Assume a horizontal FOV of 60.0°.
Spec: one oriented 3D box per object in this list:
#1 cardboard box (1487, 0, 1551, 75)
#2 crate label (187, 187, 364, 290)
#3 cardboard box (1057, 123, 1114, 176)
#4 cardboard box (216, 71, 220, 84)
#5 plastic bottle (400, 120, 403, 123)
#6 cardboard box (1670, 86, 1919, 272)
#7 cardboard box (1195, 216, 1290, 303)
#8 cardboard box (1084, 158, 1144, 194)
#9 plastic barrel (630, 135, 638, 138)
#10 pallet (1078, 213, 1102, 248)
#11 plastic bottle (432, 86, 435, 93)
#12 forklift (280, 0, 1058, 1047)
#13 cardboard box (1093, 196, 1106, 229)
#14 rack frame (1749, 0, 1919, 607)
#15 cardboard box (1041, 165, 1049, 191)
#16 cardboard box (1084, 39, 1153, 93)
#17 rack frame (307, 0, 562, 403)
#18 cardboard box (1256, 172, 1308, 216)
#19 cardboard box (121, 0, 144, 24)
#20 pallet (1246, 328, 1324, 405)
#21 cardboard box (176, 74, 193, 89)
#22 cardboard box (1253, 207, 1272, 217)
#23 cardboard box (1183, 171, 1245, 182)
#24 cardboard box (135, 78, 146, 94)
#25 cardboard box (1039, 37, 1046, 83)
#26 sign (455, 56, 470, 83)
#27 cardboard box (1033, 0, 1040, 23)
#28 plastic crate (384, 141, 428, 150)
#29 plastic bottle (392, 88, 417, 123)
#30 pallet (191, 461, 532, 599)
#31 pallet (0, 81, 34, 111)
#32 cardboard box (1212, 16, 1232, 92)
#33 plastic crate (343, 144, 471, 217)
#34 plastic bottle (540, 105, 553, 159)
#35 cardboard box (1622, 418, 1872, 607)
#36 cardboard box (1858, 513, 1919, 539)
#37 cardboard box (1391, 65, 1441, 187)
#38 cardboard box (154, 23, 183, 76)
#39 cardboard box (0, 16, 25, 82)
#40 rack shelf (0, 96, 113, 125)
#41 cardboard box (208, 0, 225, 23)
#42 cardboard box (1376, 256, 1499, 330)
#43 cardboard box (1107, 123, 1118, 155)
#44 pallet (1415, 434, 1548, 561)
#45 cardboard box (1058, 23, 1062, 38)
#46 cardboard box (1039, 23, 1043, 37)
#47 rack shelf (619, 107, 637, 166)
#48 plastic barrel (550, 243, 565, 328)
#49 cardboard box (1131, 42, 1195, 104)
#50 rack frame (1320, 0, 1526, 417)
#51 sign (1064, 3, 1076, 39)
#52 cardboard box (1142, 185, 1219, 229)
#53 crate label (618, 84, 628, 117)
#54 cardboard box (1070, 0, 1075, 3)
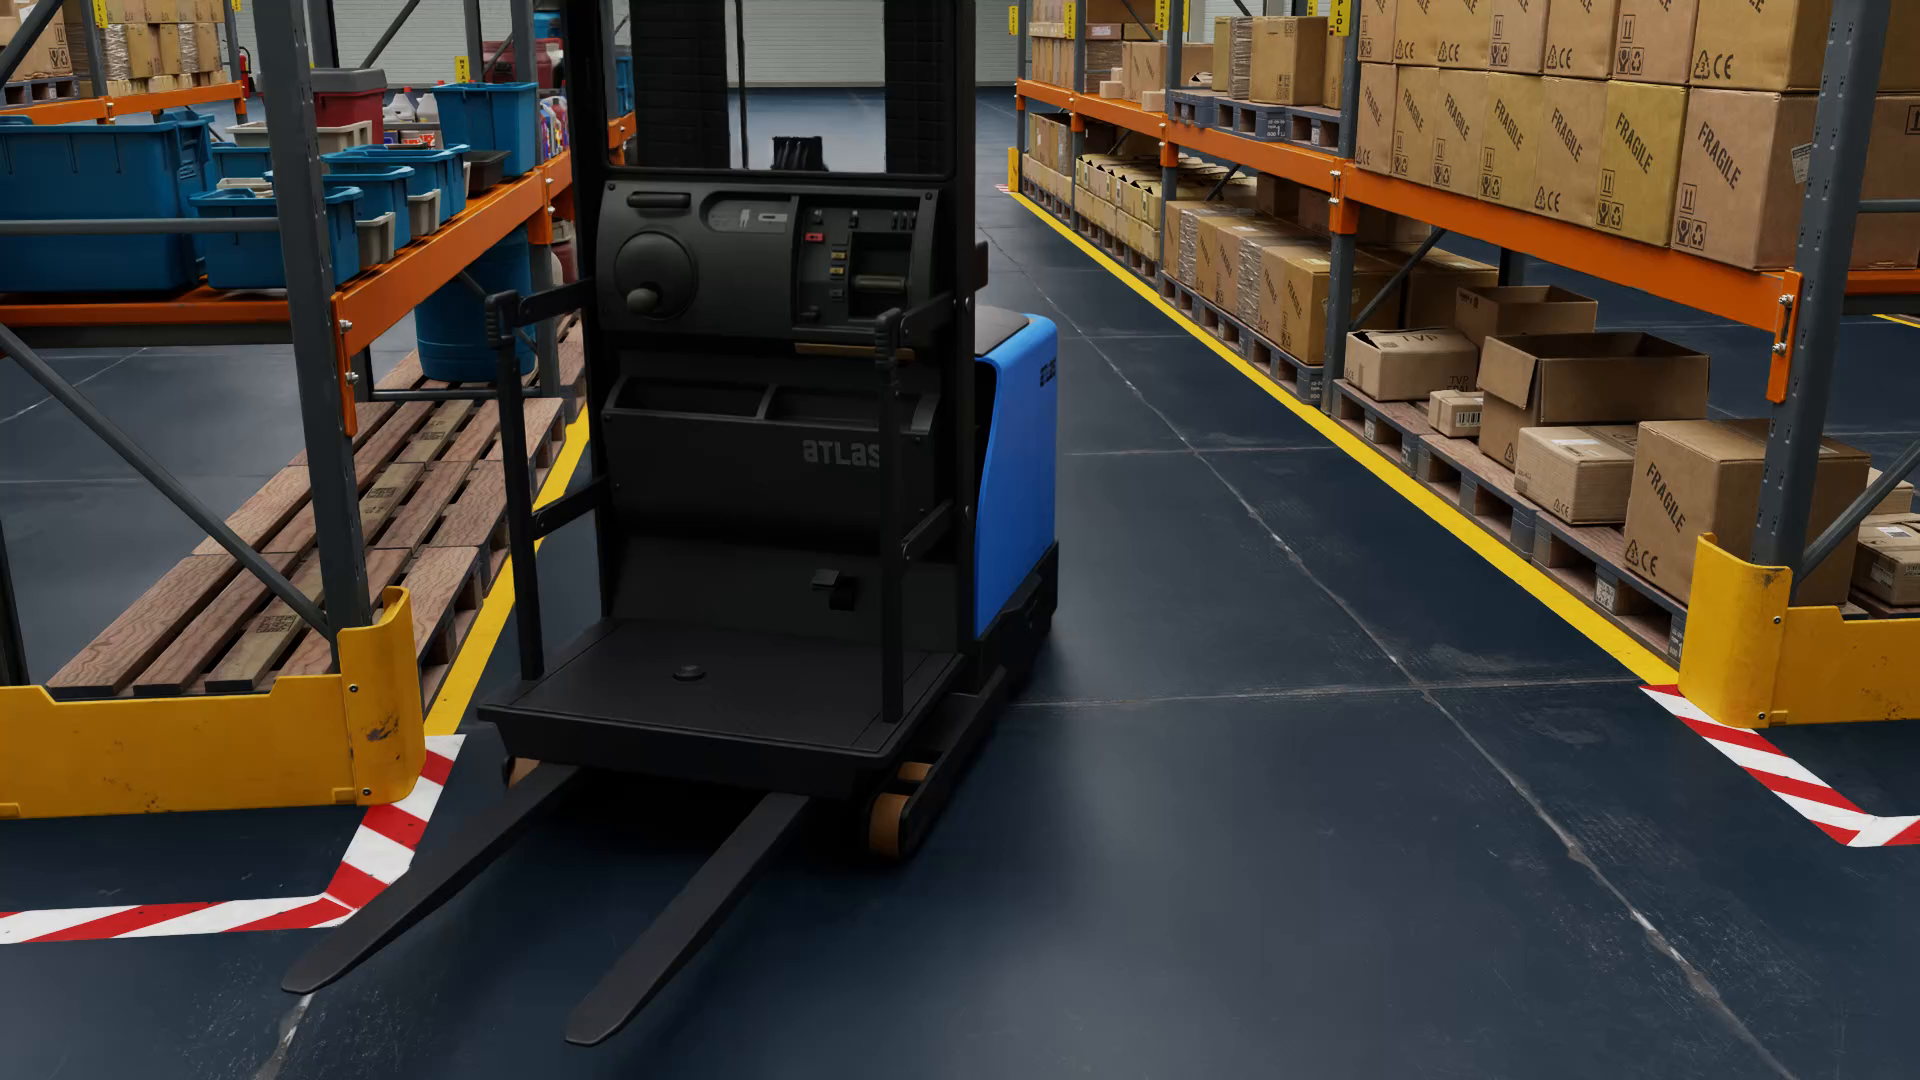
[{"bbox_3d":[2.350,-2.025,6.285,0.500,0.500,0.500,-1,17,-4],"label":"cardboard box"},{"bbox_3d":[-1.792,-0.799,4.395,0.416,0.233,0.303,-2,18,-6],"label":"crate label"},{"bbox_3d":[1.290,-4.021,17.115,0.500,0.500,0.500,-2,18,-6],"label":"cardboard box"},{"bbox_3d":[-8.411,-5.108,18.359,0.380,0.149,0.250,-2,18,-6],"label":"cardboard box"},{"bbox_3d":[-2.861,-2.047,8.520,0.097,0.201,0.097,0,17,0],"label":"plastic bottle"},{"bbox_3d":[2.516,-1.092,4.979,0.500,0.500,0.500,-1,17,-4],"label":"cardboard box"},{"bbox_3d":[1.877,-1.870,11.063,0.500,0.500,0.500,-2,18,-6],"label":"cardboard box"},{"bbox_3d":[1.437,-3.370,15.356,0.500,0.311,0.500,-2,18,-6],"label":"cardboard box"},{"bbox_3d":[-3.600,-4.353,18.989,0.421,0.512,0.421,0,17,0],"label":"plastic barrel"},{"bbox_3d":[1.710,-2.945,15.706,1.003,0.211,1.213,-2,18,-6],"label":"pallet"},{"bbox_3d":[-2.802,-2.258,8.945,0.144,0.351,0.185,-2,18,-6],"label":"plastic bottle"},{"bbox_3d":[-0.566,-0.733,4.118,1.130,2.935,3.031,5,18,15],"label":"forklift"},{"bbox_3d":[1.498,-2.948,14.949,0.500,0.250,0.500,-2,18,-7],"label":"cardboard box"},{"bbox_3d":[2.833,-0.919,4.596,1.000,3.000,0.127,-2,18,-6],"label":"rack frame"},{"bbox_3d":[1.170,-3.961,18.174,0.500,0.250,0.500,-2,18,-6],"label":"cardboard box"},{"bbox_3d":[1.544,-4.674,16.389,0.700,0.500,0.500,-2,18,-7],"label":"cardboard box"},{"bbox_3d":[-2.507,-1.959,7.908,1.000,3.000,0.127,-2,18,-6],"label":"rack frame"},{"bbox_3d":[2.348,-2.389,11.467,0.500,0.250,0.500,-1,17,-4],"label":"cardboard box"},{"bbox_3d":[-8.105,-5.147,15.730,0.500,0.500,0.500,-2,18,-6],"label":"cardboard box"},{"bbox_3d":[2.299,-1.021,9.578,1.003,0.211,1.213,-2,18,-6],"label":"pallet"},{"bbox_3d":[-8.177,-4.739,17.183,0.380,0.149,0.250,-2,18,-6],"label":"cardboard box"},{"bbox_3d":[2.338,-2.048,11.632,0.500,0.500,0.500,-1,17,-3],"label":"cardboard box"},{"bbox_3d":[2.133,-2.932,13.961,0.500,0.311,0.500,-2,18,-7],"label":"cardboard box"},{"bbox_3d":[-8.083,-4.365,15.993,0.380,0.149,0.250,-2,18,-6],"label":"cardboard box"},{"bbox_3d":[1.277,-5.438,18.823,0.700,0.500,0.500,-1,17,-4],"label":"cardboard box"},{"bbox_3d":[-3.466,-3.209,11.619,0.100,0.325,0.005,-2,18,-6],"label":"sign"},{"bbox_3d":[1.224,-6.197,19.076,0.700,0.500,0.500,-2,18,-5],"label":"cardboard box"},{"bbox_3d":[-2.601,-1.718,7.483,0.396,0.136,0.243,-2,18,-6],"label":"plastic crate"},{"bbox_3d":[-2.927,-2.199,8.755,0.144,0.351,0.185,-2,18,-6],"label":"plastic bottle"},{"bbox_3d":[-2.263,-0.046,6.471,1.003,0.211,1.213,-2,18,-6],"label":"pallet"},{"bbox_3d":[-8.091,-3.494,13.120,1.003,0.211,1.213,-2,18,-6],"label":"pallet"},{"bbox_3d":[2.185,-3.366,11.523,0.700,0.500,0.500,-8,19,-24],"label":"cardboard box"},{"bbox_3d":[-1.959,-1.281,5.929,0.416,0.233,0.300,-2,18,-6],"label":"plastic crate"},{"bbox_3d":[-2.174,-2.122,8.644,0.097,0.271,0.097,0,17,0],"label":"plastic bottle"},{"bbox_3d":[2.532,-0.090,5.396,0.500,0.500,0.500,-2,18,-6],"label":"cardboard box"},{"bbox_3d":[3.106,0.013,5.623,0.380,0.166,0.250,-2,18,-6],"label":"cardboard box"},{"bbox_3d":[2.258,-1.846,7.381,0.500,0.500,0.500,-1,17,-5],"label":"cardboard box"},{"bbox_3d":[-8.422,-4.961,16.807,0.875,0.500,0.500,-2,18,-6],"label":"cardboard box"},{"bbox_3d":[-7.988,-3.925,13.298,0.797,0.503,0.637,0,17,0],"label":"cardboard box"},{"bbox_3d":[-8.052,-3.250,13.222,1.077,0.370,4.000,-2,18,-6],"label":"rack shelf"},{"bbox_3d":[-8.368,-5.891,18.102,0.500,0.500,0.500,-2,18,-6],"label":"cardboard box"},{"bbox_3d":[2.613,-1.279,9.183,0.500,0.500,0.500,-3,18,-8],"label":"cardboard box"},{"bbox_3d":[1.800,-4.037,17.165,0.500,0.500,0.500,-2,18,-6],"label":"cardboard box"},{"bbox_3d":[2.620,-0.211,6.997,1.003,0.211,1.213,-2,18,-6],"label":"pallet"},{"bbox_3d":[1.225,-5.304,17.314,0.380,0.149,0.250,-1,17,-4],"label":"cardboard box"},{"bbox_3d":[1.087,-5.691,18.547,0.380,0.149,0.250,-2,18,-6],"label":"cardboard box"},{"bbox_3d":[-3.125,-3.403,13.710,1.077,0.370,4.000,-2,18,-6],"label":"rack shelf"},{"bbox_3d":[-2.588,-1.517,9.952,0.421,0.512,0.421,0,17,0],"label":"plastic barrel"},{"bbox_3d":[1.765,-4.006,14.263,0.500,0.500,0.500,-2,18,-6],"label":"cardboard box"},{"bbox_3d":[2.421,-2.111,8.392,1.000,3.000,0.127,-2,18,-6],"label":"rack frame"},{"bbox_3d":[1.044,-4.927,15.786,0.100,0.325,0.005,-2,18,-6],"label":"sign"},{"bbox_3d":[1.709,-2.607,12.926,0.500,0.311,0.500,-1,17,-4],"label":"cardboard box"},{"bbox_3d":[-2.590,-3.208,12.166,0.303,0.233,0.416,-2,18,-6],"label":"crate label"},{"bbox_3d":[1.490,-5.443,16.674,0.700,0.500,0.500,-2,18,-6],"label":"cardboard box"}]
